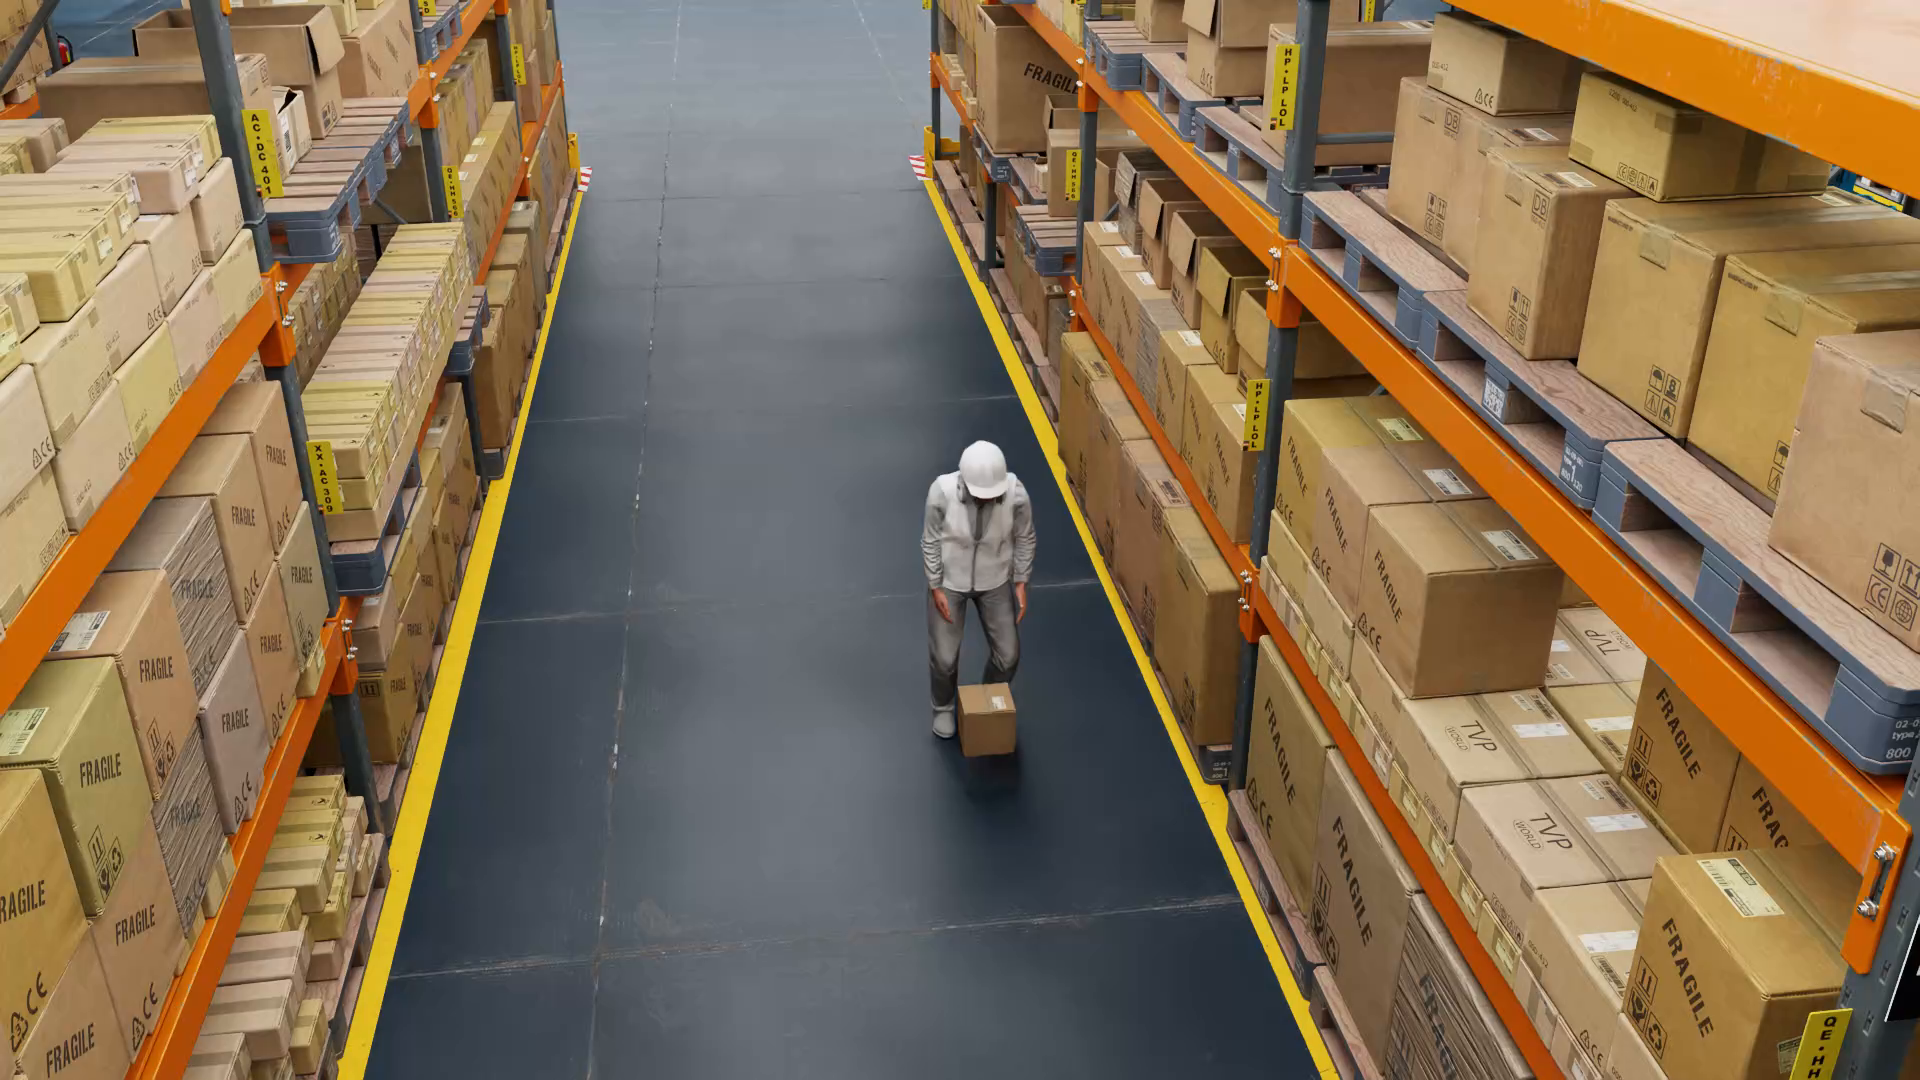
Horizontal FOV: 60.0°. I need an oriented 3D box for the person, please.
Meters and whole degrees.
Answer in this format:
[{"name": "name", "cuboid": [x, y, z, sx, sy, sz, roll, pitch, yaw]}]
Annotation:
[{"name": "person", "cuboid": [0.091, 0.219, 8.287, 0.574, 1.665, 0.559, -3, 27, -6]}]
